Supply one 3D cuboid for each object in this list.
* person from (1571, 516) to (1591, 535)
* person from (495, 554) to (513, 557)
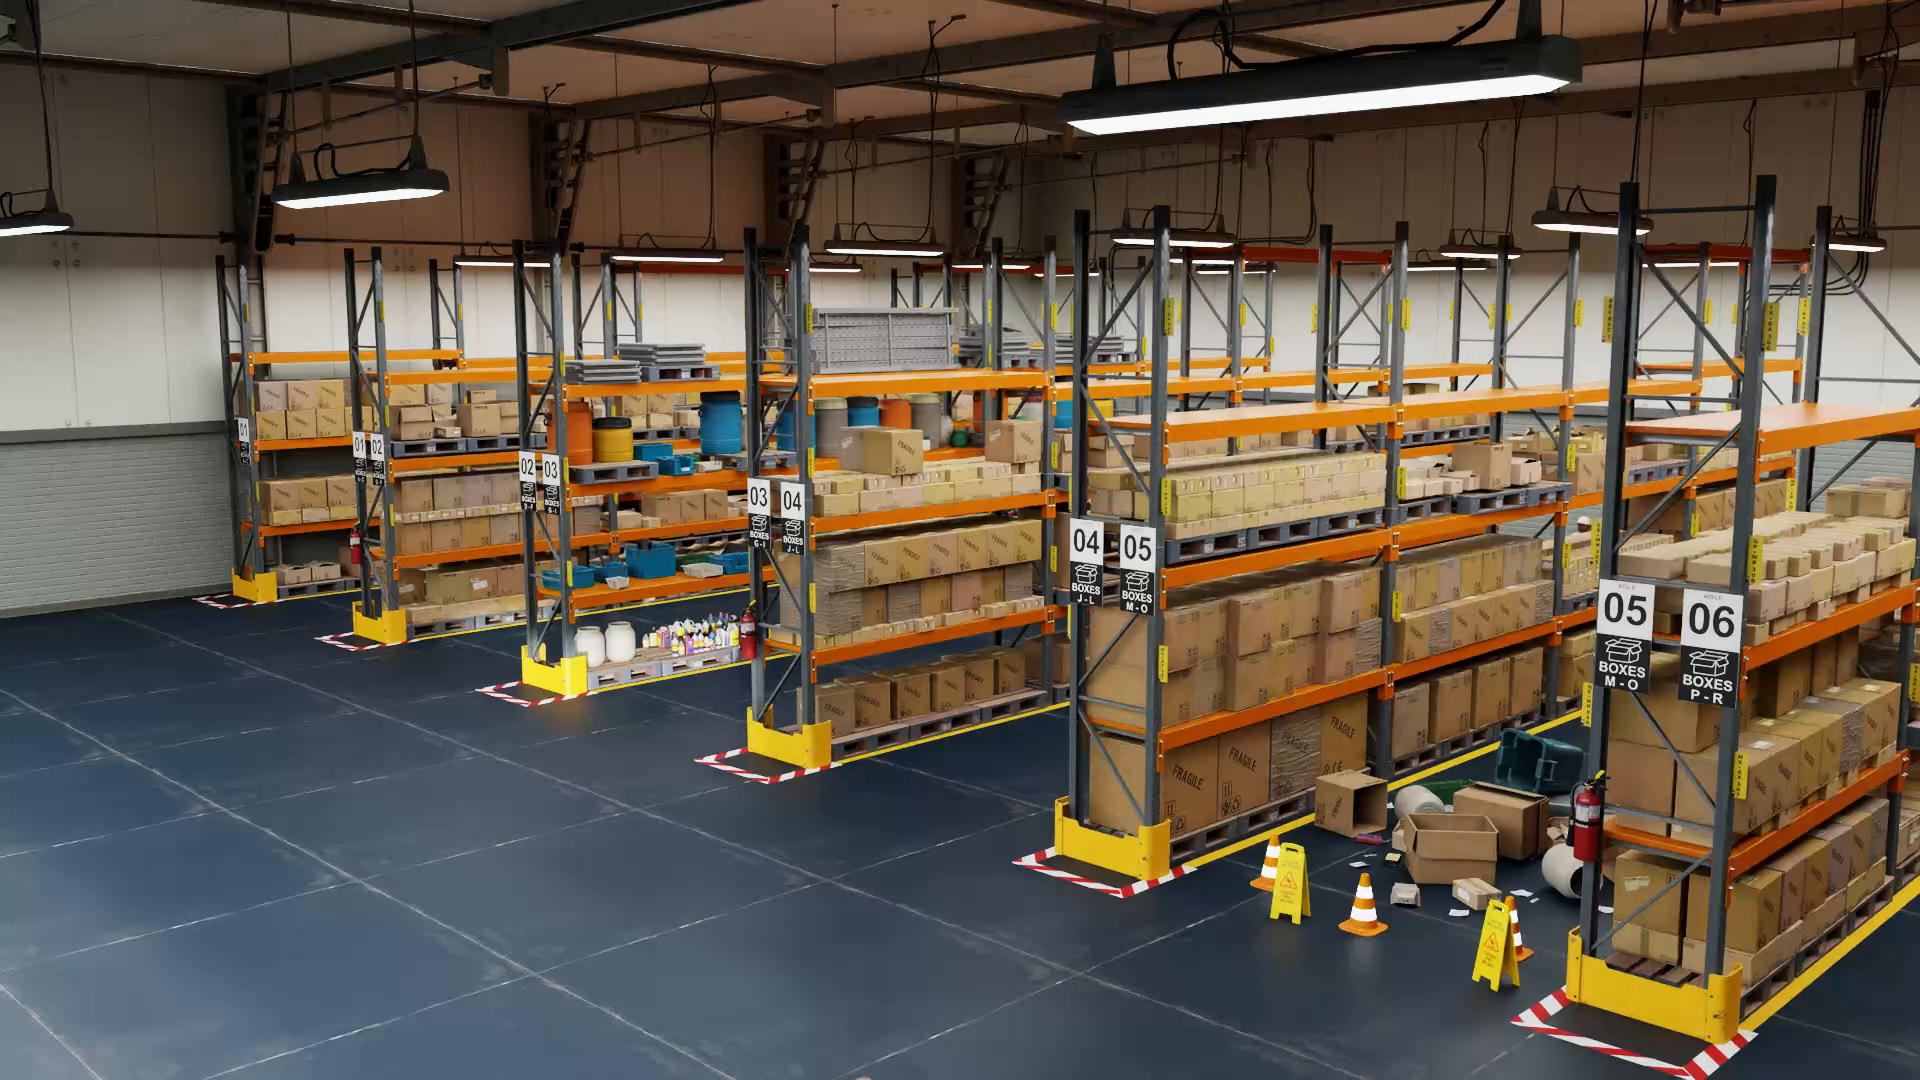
[{"bbox_3d":[9.922,0.525,26.466,0.894,1.829,0.666,-6,10,-36],"label":"person"},{"bbox_3d":[-8.055,0.129,29.459,0.661,1.777,0.922,6,10,36],"label":"person"}]
